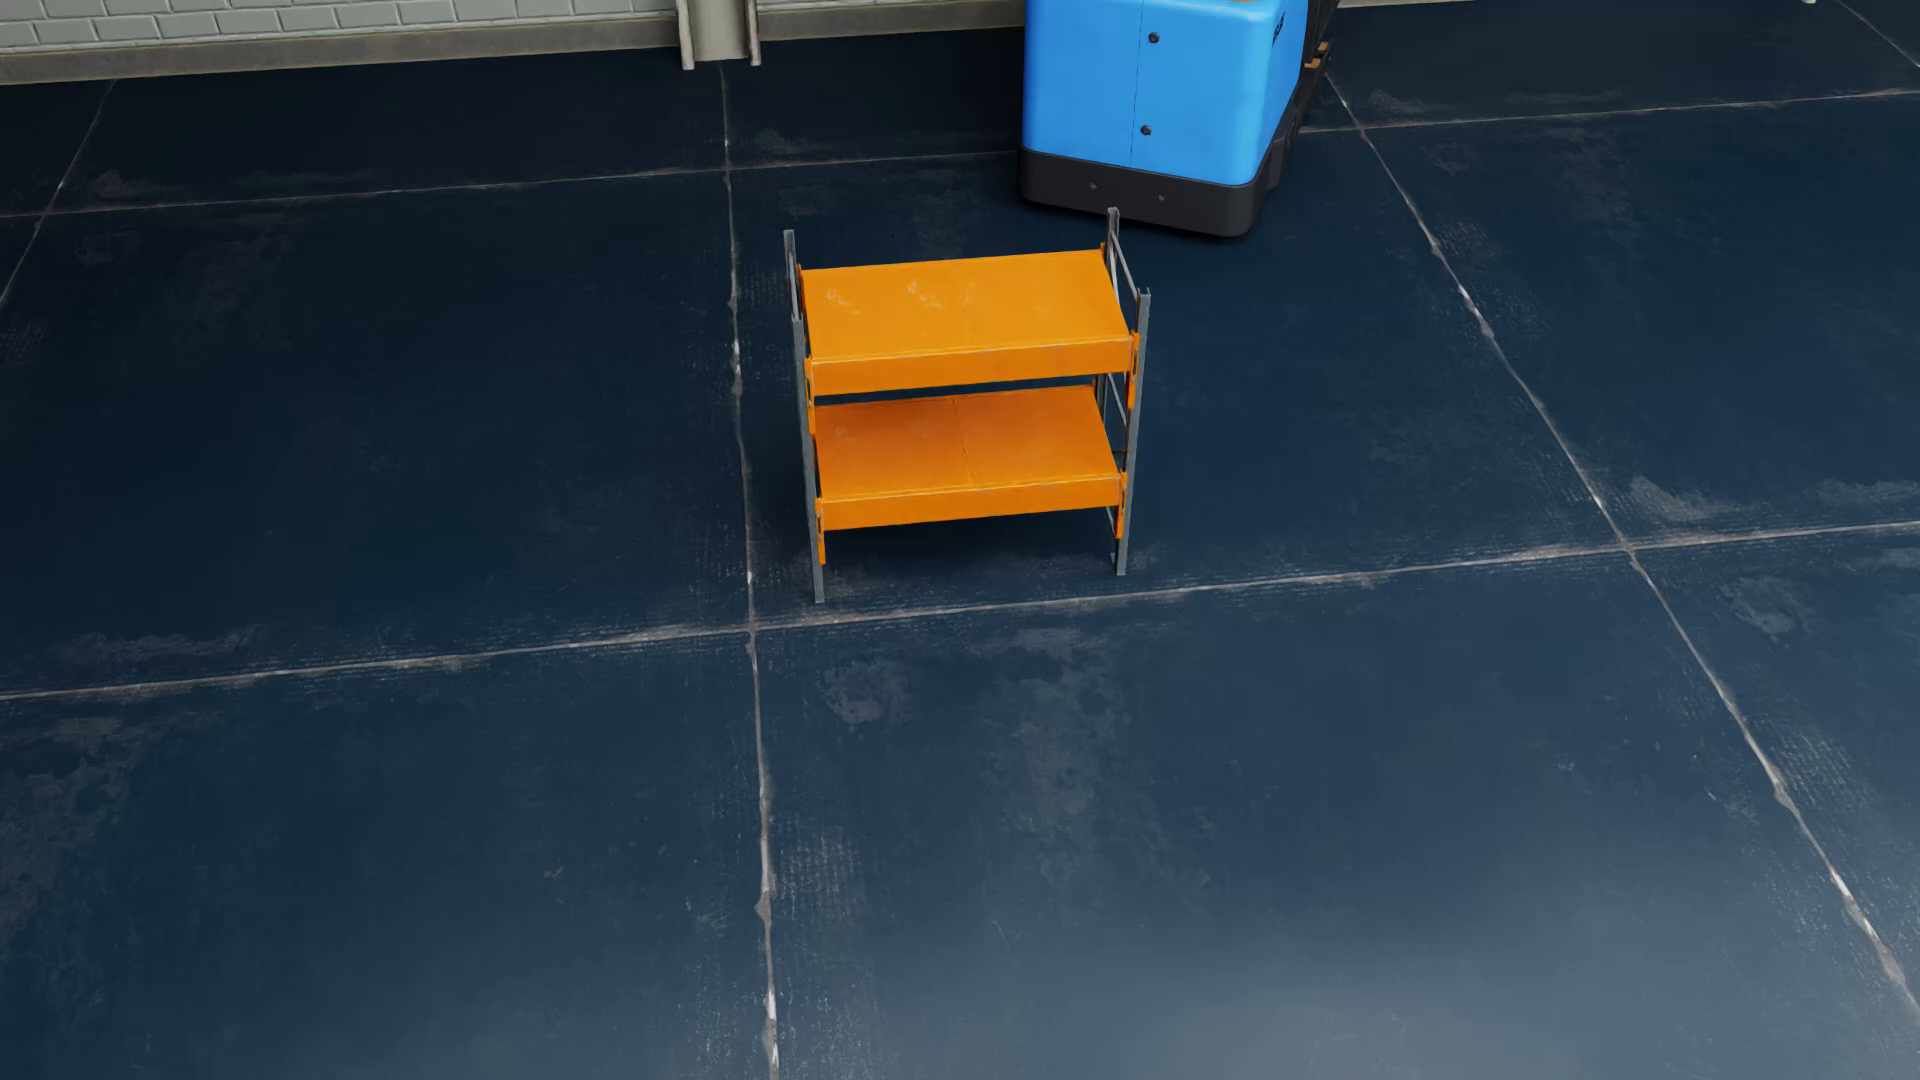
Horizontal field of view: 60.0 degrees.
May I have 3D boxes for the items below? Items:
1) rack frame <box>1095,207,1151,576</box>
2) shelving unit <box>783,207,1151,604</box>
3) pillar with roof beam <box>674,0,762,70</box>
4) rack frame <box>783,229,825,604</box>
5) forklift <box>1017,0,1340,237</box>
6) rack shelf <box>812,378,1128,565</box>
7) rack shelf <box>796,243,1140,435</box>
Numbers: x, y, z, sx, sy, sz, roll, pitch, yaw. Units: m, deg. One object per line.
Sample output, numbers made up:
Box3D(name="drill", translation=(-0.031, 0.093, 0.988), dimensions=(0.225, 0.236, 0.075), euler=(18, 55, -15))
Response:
Box3D(name="rack frame", translation=(0.511, -0.462, 5.423), dimensions=(0.032, 1.125, 0.500), euler=(-5, 42, -6))
Box3D(name="shelving unit", translation=(0.007, -0.418, 5.374), dimensions=(1.048, 1.125, 0.538), euler=(-5, 42, -6))
Box3D(name="pillar with roof beam", translation=(-0.662, -2.970, 2.324), dimensions=(0.400, 9.000, 9.100), euler=(-5, 42, -6))
Box3D(name="rack frame", translation=(-0.497, -0.374, 5.325), dimensions=(0.032, 1.125, 0.500), euler=(-5, 42, -6))
Box3D(name="forklift", translation=(1.227, -3.377, 7.306), dimensions=(1.130, 2.935, 3.031), euler=(14, 44, 15))
Box3D(name="rack shelf", translation=(0.007, -0.237, 5.538), dimensions=(1.000, 0.278, 0.538), euler=(-5, 42, -6))
Box3D(name="rack shelf", translation=(0.007, -0.636, 5.178), dimensions=(1.000, 0.278, 0.538), euler=(-5, 42, -6))
